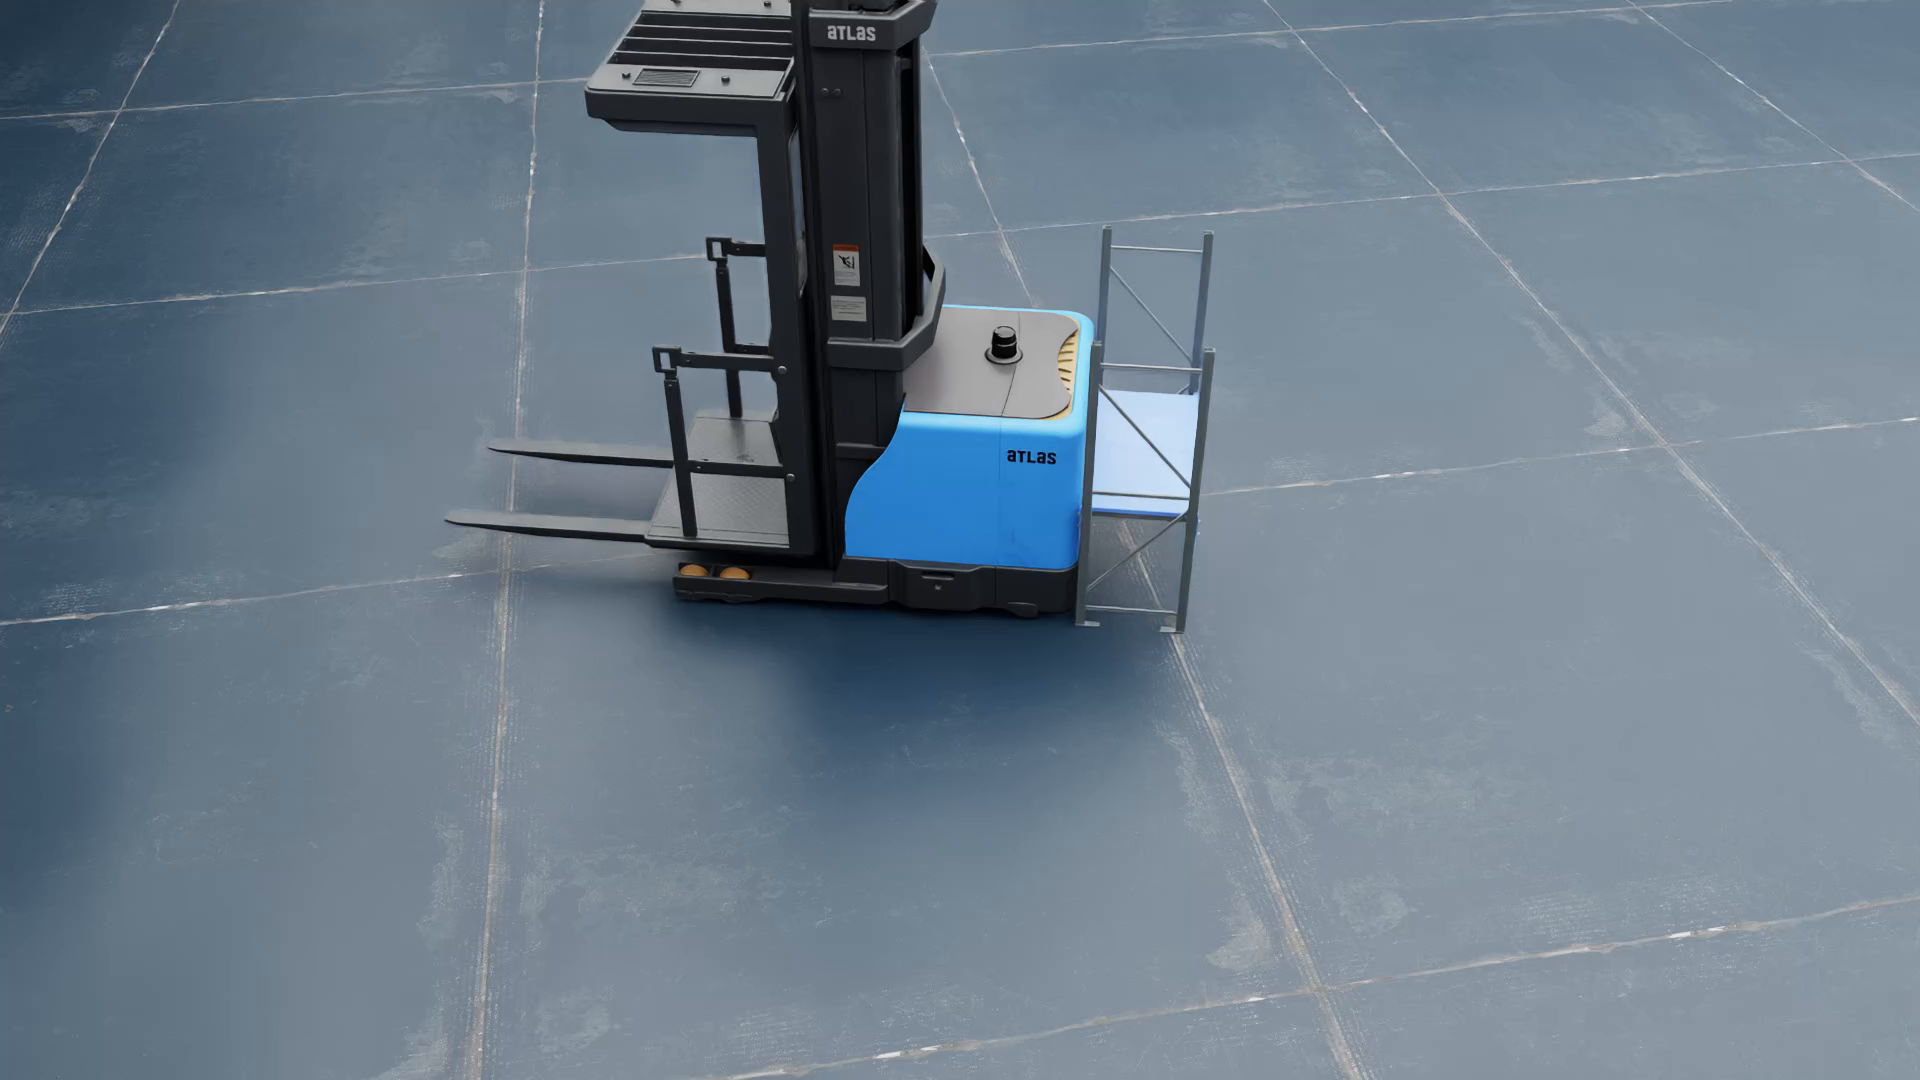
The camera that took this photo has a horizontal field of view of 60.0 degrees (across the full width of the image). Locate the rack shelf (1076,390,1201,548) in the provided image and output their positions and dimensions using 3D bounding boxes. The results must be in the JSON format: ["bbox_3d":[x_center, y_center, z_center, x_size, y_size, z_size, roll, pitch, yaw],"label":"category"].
[{"bbox_3d":[0.837,-0.357,7.680,0.538,0.185,1.000,4,38,5],"label":"rack shelf"}]

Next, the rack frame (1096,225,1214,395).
[{"bbox_3d":[0.895,-0.809,7.968,0.500,1.500,0.032,4,38,5],"label":"rack frame"}]

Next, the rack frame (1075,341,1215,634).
[{"bbox_3d":[0.779,-0.189,7.171,0.500,1.500,0.032,4,38,5],"label":"rack frame"}]

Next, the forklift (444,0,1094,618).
[{"bbox_3d":[-0.914,-1.181,7.281,3.031,2.935,1.130,4,38,5],"label":"forklift"}]

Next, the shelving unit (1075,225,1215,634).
[{"bbox_3d":[0.837,-0.499,7.569,0.538,1.500,1.048,4,38,5],"label":"shelving unit"}]
